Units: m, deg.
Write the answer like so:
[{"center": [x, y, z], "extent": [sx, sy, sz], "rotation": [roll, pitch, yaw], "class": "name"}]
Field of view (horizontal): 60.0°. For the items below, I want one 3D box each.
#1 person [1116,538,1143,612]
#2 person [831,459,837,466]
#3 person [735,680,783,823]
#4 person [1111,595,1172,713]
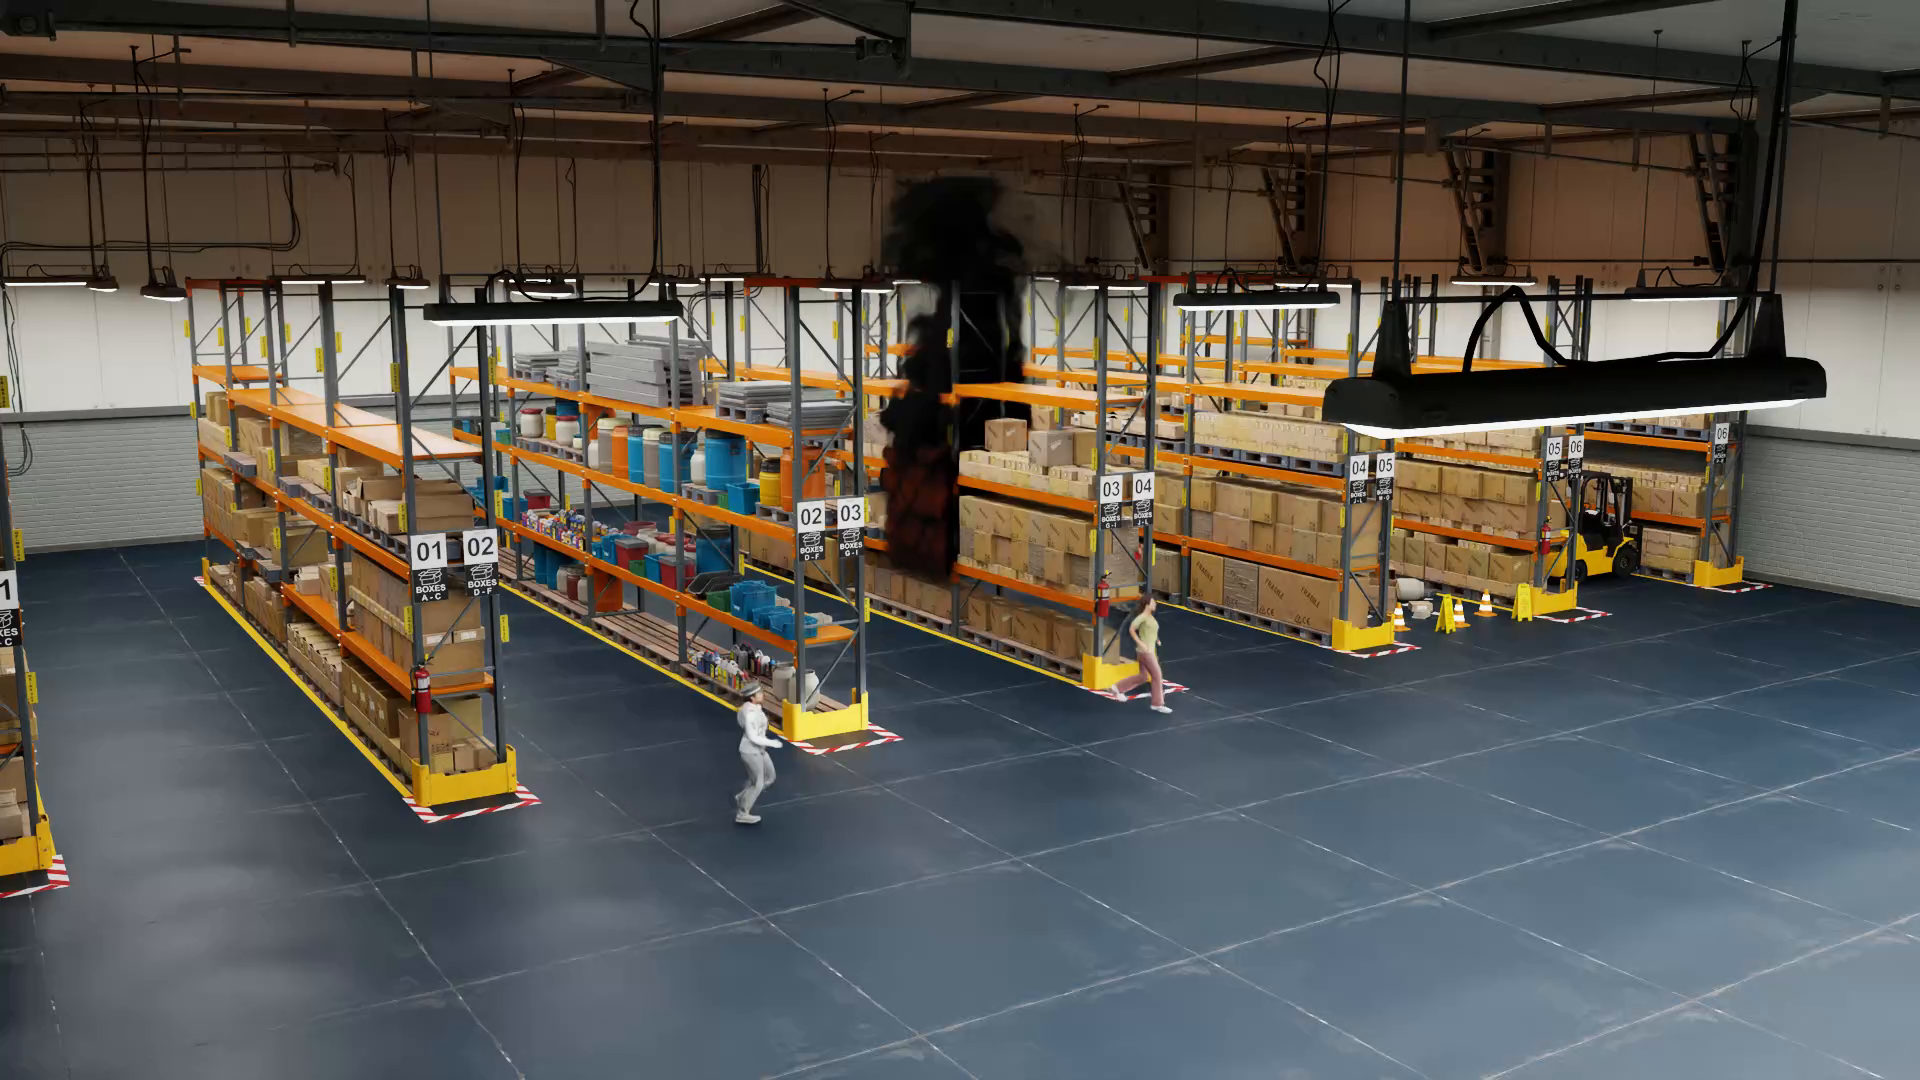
[{"center": [3.064, 0.481, 30.043], "extent": [0.653, 1.688, 0.612], "rotation": [-7, 12, -34], "class": "person"}, {"center": [-2.961, -1.067, 39.308], "extent": [0.685, 1.692, 0.523], "rotation": [-2, 10, -11], "class": "person"}, {"center": [-2.275, 2.379, 18.819], "extent": [0.540, 1.647, 0.659], "rotation": [-1, 10, -5], "class": "person"}, {"center": [2.604, 1.600, 23.661], "extent": [0.901, 1.655, 0.614], "rotation": [3, 10, 17], "class": "person"}]
